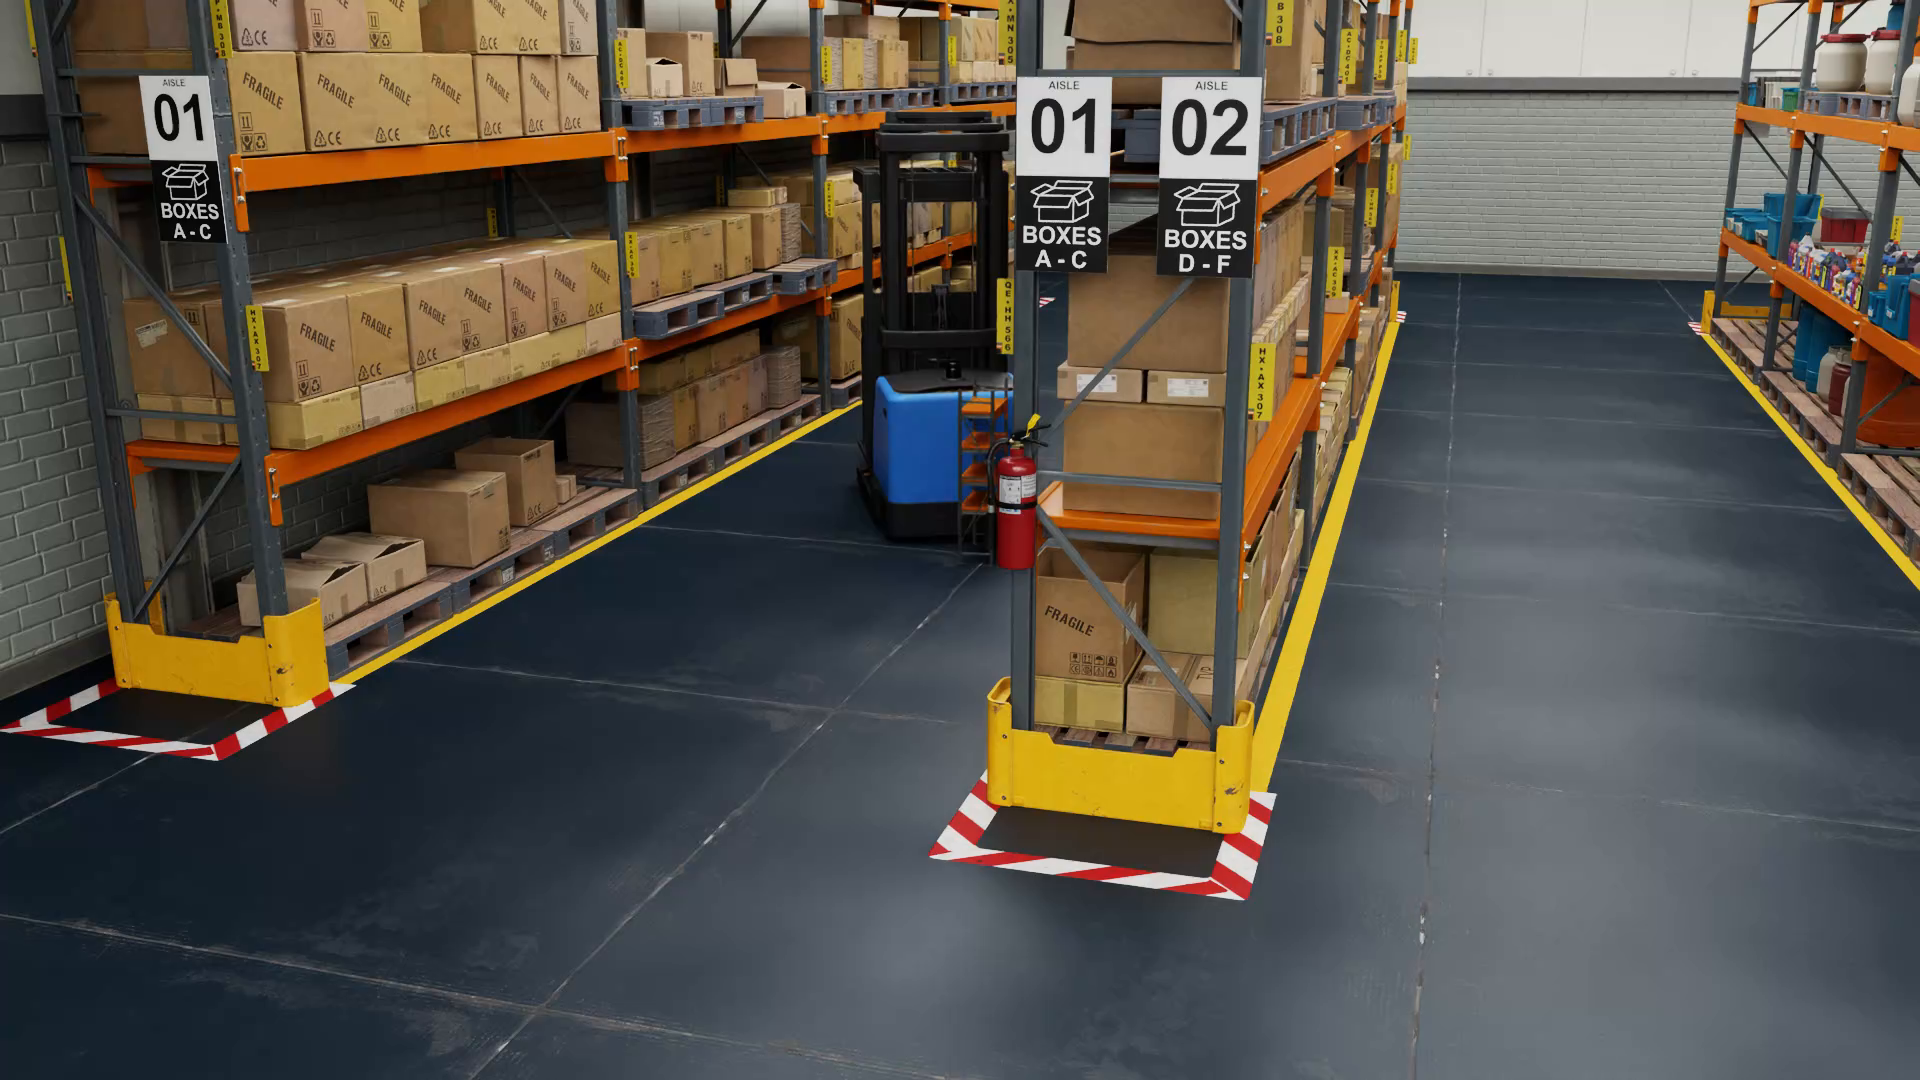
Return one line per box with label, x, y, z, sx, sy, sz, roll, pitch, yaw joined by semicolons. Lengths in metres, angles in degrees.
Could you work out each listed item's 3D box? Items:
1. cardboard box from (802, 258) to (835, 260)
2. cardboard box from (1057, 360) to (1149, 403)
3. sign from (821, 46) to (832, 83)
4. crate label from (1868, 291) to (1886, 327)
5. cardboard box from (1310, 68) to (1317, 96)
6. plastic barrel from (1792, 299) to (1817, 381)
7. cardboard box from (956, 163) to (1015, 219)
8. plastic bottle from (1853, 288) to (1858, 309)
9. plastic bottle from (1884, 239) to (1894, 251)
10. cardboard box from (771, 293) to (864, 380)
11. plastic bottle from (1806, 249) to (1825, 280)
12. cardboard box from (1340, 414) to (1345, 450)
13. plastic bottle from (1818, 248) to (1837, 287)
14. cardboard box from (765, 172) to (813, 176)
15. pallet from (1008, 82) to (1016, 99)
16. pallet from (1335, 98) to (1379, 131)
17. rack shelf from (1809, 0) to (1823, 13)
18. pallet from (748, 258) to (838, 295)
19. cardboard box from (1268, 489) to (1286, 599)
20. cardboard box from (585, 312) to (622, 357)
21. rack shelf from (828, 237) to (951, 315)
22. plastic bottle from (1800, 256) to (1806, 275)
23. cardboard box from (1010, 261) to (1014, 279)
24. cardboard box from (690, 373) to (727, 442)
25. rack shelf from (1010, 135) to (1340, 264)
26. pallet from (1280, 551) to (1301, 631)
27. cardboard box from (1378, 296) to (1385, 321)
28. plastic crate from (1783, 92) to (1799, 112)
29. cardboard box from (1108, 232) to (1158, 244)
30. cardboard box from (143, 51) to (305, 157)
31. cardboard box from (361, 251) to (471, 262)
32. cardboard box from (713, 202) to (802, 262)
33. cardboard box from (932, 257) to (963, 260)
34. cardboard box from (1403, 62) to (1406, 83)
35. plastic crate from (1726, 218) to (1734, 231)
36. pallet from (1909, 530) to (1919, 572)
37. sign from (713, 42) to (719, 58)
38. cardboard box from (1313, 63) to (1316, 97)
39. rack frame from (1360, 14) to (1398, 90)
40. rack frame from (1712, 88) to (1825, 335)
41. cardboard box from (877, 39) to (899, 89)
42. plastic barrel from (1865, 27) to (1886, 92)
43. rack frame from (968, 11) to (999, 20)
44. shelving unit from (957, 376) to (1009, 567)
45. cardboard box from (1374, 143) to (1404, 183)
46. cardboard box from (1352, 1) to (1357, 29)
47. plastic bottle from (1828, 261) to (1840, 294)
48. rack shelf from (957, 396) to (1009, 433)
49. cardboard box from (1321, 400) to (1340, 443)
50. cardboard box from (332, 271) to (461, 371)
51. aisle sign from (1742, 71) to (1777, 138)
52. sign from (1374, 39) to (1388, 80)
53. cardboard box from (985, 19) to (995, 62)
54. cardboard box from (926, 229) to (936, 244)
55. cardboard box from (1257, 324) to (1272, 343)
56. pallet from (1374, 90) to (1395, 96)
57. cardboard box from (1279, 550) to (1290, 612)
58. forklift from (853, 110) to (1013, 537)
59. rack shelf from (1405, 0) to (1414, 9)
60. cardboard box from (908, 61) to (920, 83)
cardboard box;-1.437;-2.680;16.205;0.380;0.149;0.250;4;16;15
cardboard box;0.650;-0.722;7.506;0.380;0.149;0.250;4;16;15
sign;-1.233;-4.372;15.303;0.100;0.325;0.005;5;16;16
crate label;7.267;-1.793;12.962;0.303;0.233;0.416;5;16;16
cardboard box;1.780;-2.548;9.254;0.380;0.149;0.250;5;16;16
plastic barrel;8.712;-2.053;16.646;0.600;0.901;0.708;5;16;16
cardboard box;0.189;-4.635;22.124;0.980;0.700;0.700;4;16;15
plastic bottle;7.502;-2.027;13.843;0.097;0.201;0.097;0;16;0
plastic bottle;8.935;-2.712;15.984;0.144;0.351;0.185;5;16;16
cardboard box;-1.418;-2.073;16.812;0.750;0.750;0.750;4;16;15
plastic bottle;8.123;-2.608;15.755;0.152;0.276;0.135;5;16;16
cardboard box;2.939;-0.928;13.872;0.500;0.250;0.500;4;16;15
plastic bottle;7.952;-2.491;15.205;0.144;0.351;0.185;5;16;16
cardboard box;-1.722;-3.559;16.740;0.500;0.250;0.500;4;16;14
pallet;0.320;-6.022;22.228;1.003;0.211;1.213;5;16;16
pallet;2.576;-3.215;12.516;1.003;0.211;1.213;5;17;18
rack shelf;8.314;-4.826;14.404;1.077;0.370;4.000;5;16;16
pallet;-1.853;-2.436;15.273;1.213;0.211;1.003;5;16;16
cardboard box;1.519;-0.002;9.236;0.500;0.500;0.500;5;16;16
cardboard box;-2.733;-1.467;11.742;0.500;0.250;0.500;5;16;16
rack shelf;-1.184;-2.900;17.876;1.077;0.370;4.000;5;16;16
plastic bottle;8.195;-2.665;16.092;0.097;0.201;0.097;0;16;0
cardboard box;0.418;-3.625;22.923;0.700;0.500;0.500;5;16;16
cardboard box;-2.414;-1.149;14.158;0.700;0.500;0.500;5;17;17
rack shelf;1.293;-1.867;8.737;1.077;0.370;4.000;5;16;16
pallet;1.595;0.253;10.552;1.003;0.211;1.213;5;16;16
cardboard box;5.054;-2.914;20.840;0.500;0.250;0.500;5;16;16
plastic crate;8.713;-4.477;17.007;0.450;0.188;0.662;5;16;16
cardboard box;1.029;-1.192;7.975;0.700;0.500;0.500;4;16;14
cardboard box;-3.691;-2.199;8.369;0.500;0.500;0.500;5;17;17
cardboard box;-3.521;-1.603;10.849;0.500;0.500;0.500;5;17;17
cardboard box;-1.877;-2.859;15.424;0.700;0.500;0.500;3;16;9
cardboard box;-0.170;-3.587;21.602;0.380;0.149;0.250;4;16;15
cardboard box;5.228;-5.760;20.500;0.500;0.250;0.500;5;16;16
plastic crate;9.463;-3.833;20.221;0.250;0.136;0.298;5;16;16
pallet;6.795;0.225;10.651;1.003;0.211;1.213;5;16;16
sign;-2.283;-4.498;15.602;0.100;0.325;0.005;5;16;16
cardboard box;2.199;-3.171;11.520;0.500;0.250;0.500;3;16;10
rack frame;4.134;-6.273;17.454;1.000;3.000;0.127;5;16;16
rack frame;10.019;-4.048;20.604;1.000;3.000;0.127;5;16;16
cardboard box;-1.068;-5.100;17.827;0.700;0.500;0.500;4;16;15
plastic barrel;8.818;-4.483;15.525;0.600;0.588;0.600;0;16;0
rack frame;0.521;-7.702;22.494;1.000;3.000;0.127;5;16;16
shelving unit;0.158;-0.470;11.288;0.258;1.200;0.503;3;16;12
cardboard box;5.408;-4.824;21.326;0.500;0.500;0.500;4;16;15
cardboard box;3.273;-4.559;14.894;0.500;0.500;0.500;5;16;16
plastic bottle;7.777;-2.337;14.785;0.061;0.283;0.133;5;16;16
rack shelf;0.158;-0.848;11.181;0.258;0.148;0.480;3;16;12
cardboard box;2.653;-0.934;12.866;0.500;0.311;0.500;5;17;17
cardboard box;-3.299;-1.293;9.756;0.500;0.500;0.500;4;16;14
aisle sign;9.755;-5.341;20.397;0.394;0.787;0.004;5;16;16
sign;3.528;-4.025;13.933;0.100;0.325;0.005;5;16;16
cardboard box;0.131;-6.181;20.575;0.500;0.500;0.500;5;17;16
cardboard box;-0.490;-3.480;19.026;0.380;0.149;0.250;5;17;17
cardboard box;1.406;-1.030;8.593;0.380;0.149;0.250;4;16;15
pallet;3.882;-4.574;17.306;1.213;0.211;1.003;5;16;16
cardboard box;1.659;0.227;9.800;0.500;0.250;0.500;5;16;16
forklift;-0.222;-1.786;12.757;1.130;2.935;3.031;-3;16;-9
rack shelf;4.703;-6.448;19.397;1.077;0.370;4.000;5;16;16
cardboard box;-0.646;-5.588;19.859;0.500;0.250;0.500;5;17;16
